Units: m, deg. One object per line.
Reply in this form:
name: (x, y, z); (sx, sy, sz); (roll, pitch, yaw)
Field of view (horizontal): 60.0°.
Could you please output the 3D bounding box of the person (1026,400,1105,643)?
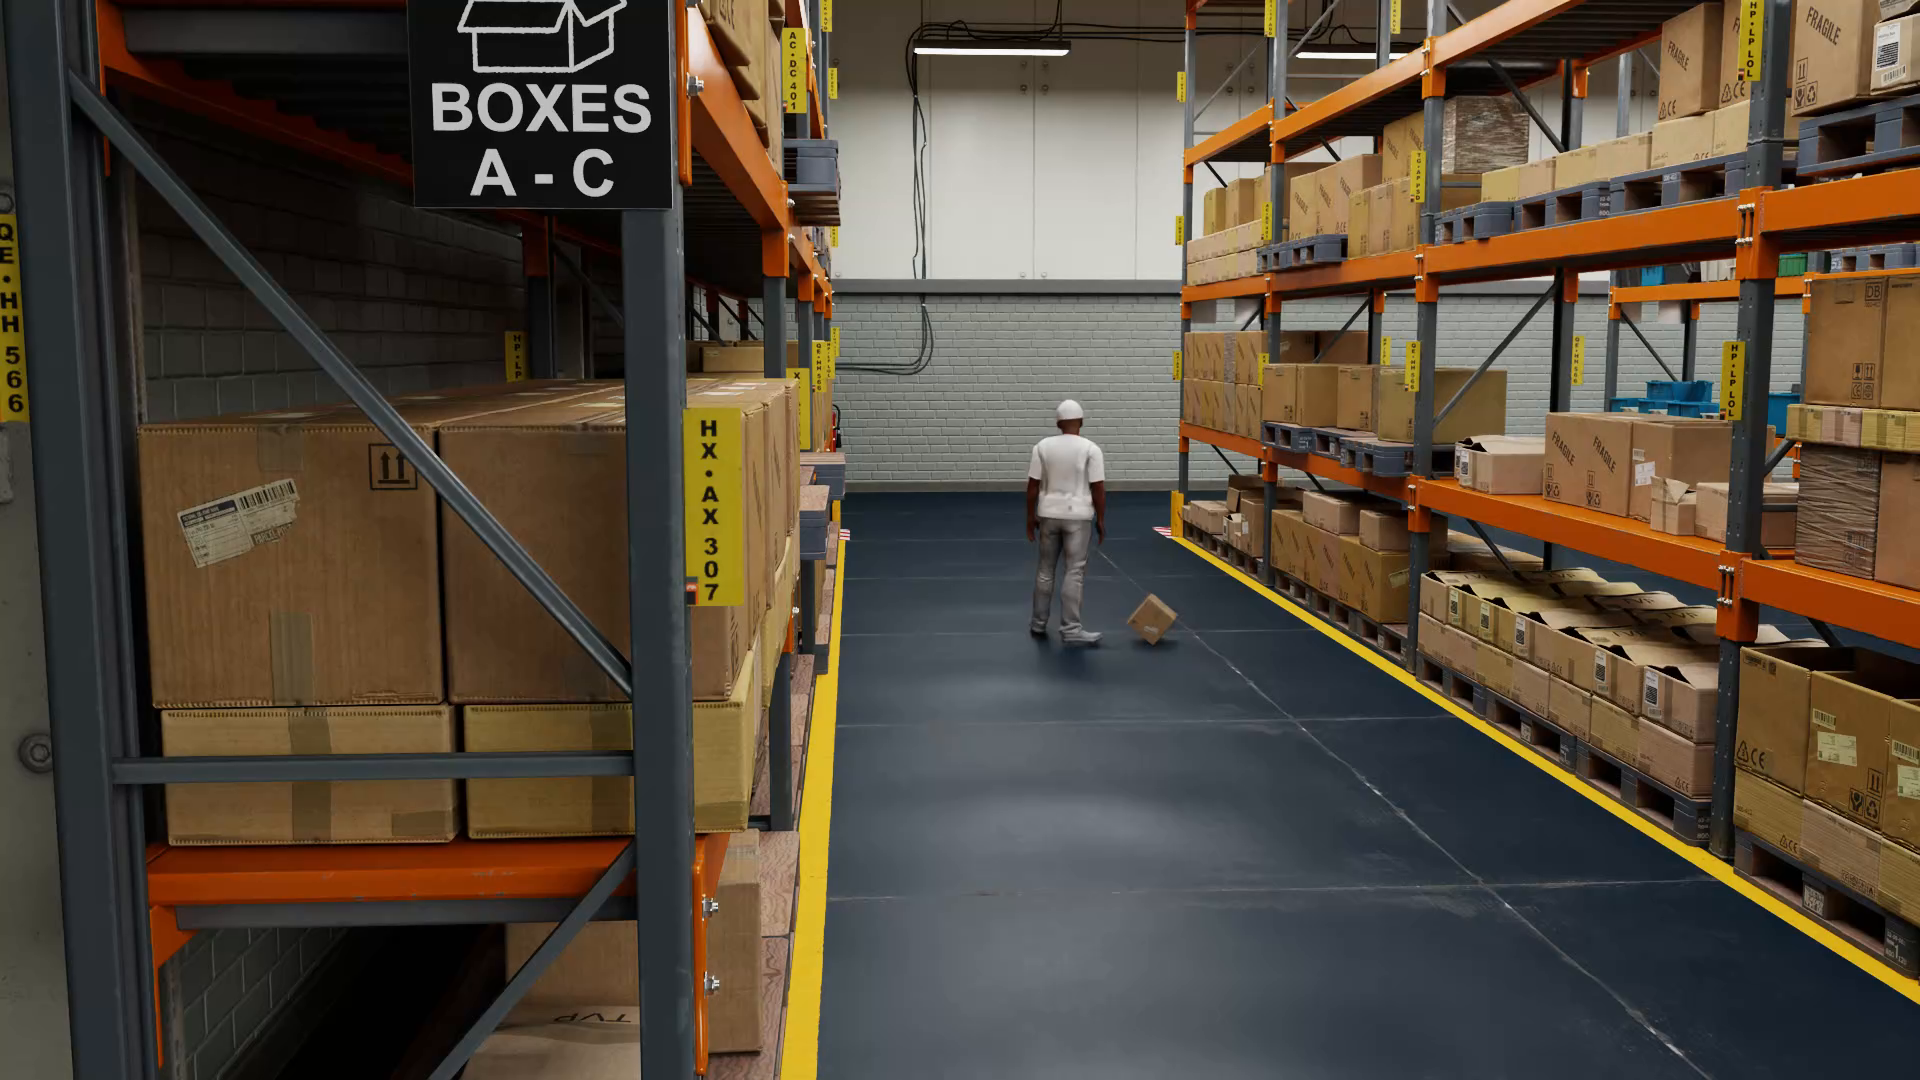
person: (0.758, -0.157, 12.283); (0.704, 1.753, 0.587); (3, 8, 26)
